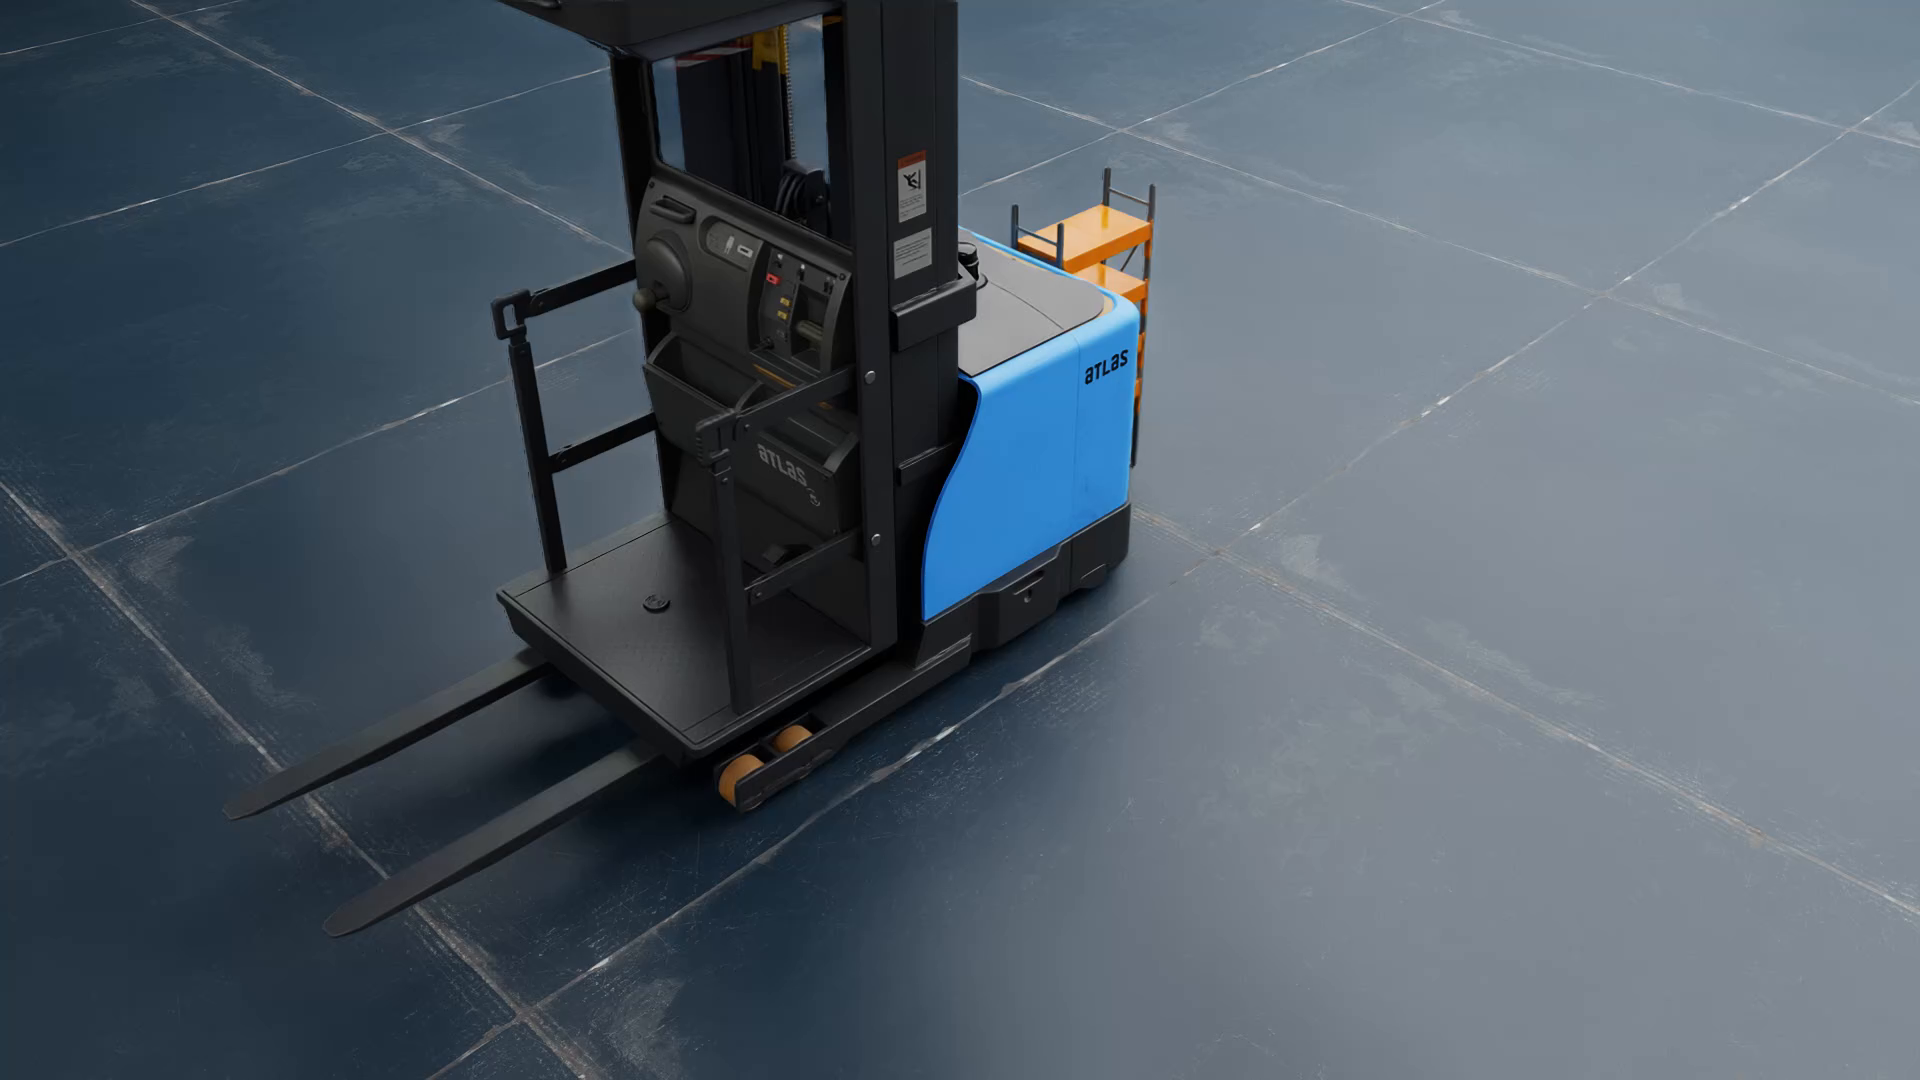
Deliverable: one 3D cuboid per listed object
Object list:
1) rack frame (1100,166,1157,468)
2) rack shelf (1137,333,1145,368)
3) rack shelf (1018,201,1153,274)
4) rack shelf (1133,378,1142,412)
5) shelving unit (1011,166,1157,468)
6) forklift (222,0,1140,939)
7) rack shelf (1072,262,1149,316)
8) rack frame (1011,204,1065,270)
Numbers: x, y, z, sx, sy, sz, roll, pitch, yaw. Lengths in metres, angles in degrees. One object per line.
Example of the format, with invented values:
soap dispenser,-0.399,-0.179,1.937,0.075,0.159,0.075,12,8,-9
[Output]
rack frame,0.620,-0.834,6.396,0.015,1.200,0.240,-29,44,-35
rack shelf,0.445,-0.681,6.295,0.480,0.148,0.258,-29,44,-35
rack shelf,0.445,-1.059,6.032,0.480,0.148,0.258,-29,44,-35
rack shelf,0.445,-0.518,6.409,0.480,0.148,0.258,-29,44,-35
shelving unit,0.445,-0.736,6.257,0.503,1.200,0.258,-29,44,-35
forklift,-0.795,-0.715,4.713,3.031,2.935,1.130,-29,44,-35
rack shelf,0.445,-0.864,6.167,0.480,0.148,0.258,-29,44,-35
rack frame,0.270,-0.639,6.117,0.015,1.200,0.240,-29,44,-35
